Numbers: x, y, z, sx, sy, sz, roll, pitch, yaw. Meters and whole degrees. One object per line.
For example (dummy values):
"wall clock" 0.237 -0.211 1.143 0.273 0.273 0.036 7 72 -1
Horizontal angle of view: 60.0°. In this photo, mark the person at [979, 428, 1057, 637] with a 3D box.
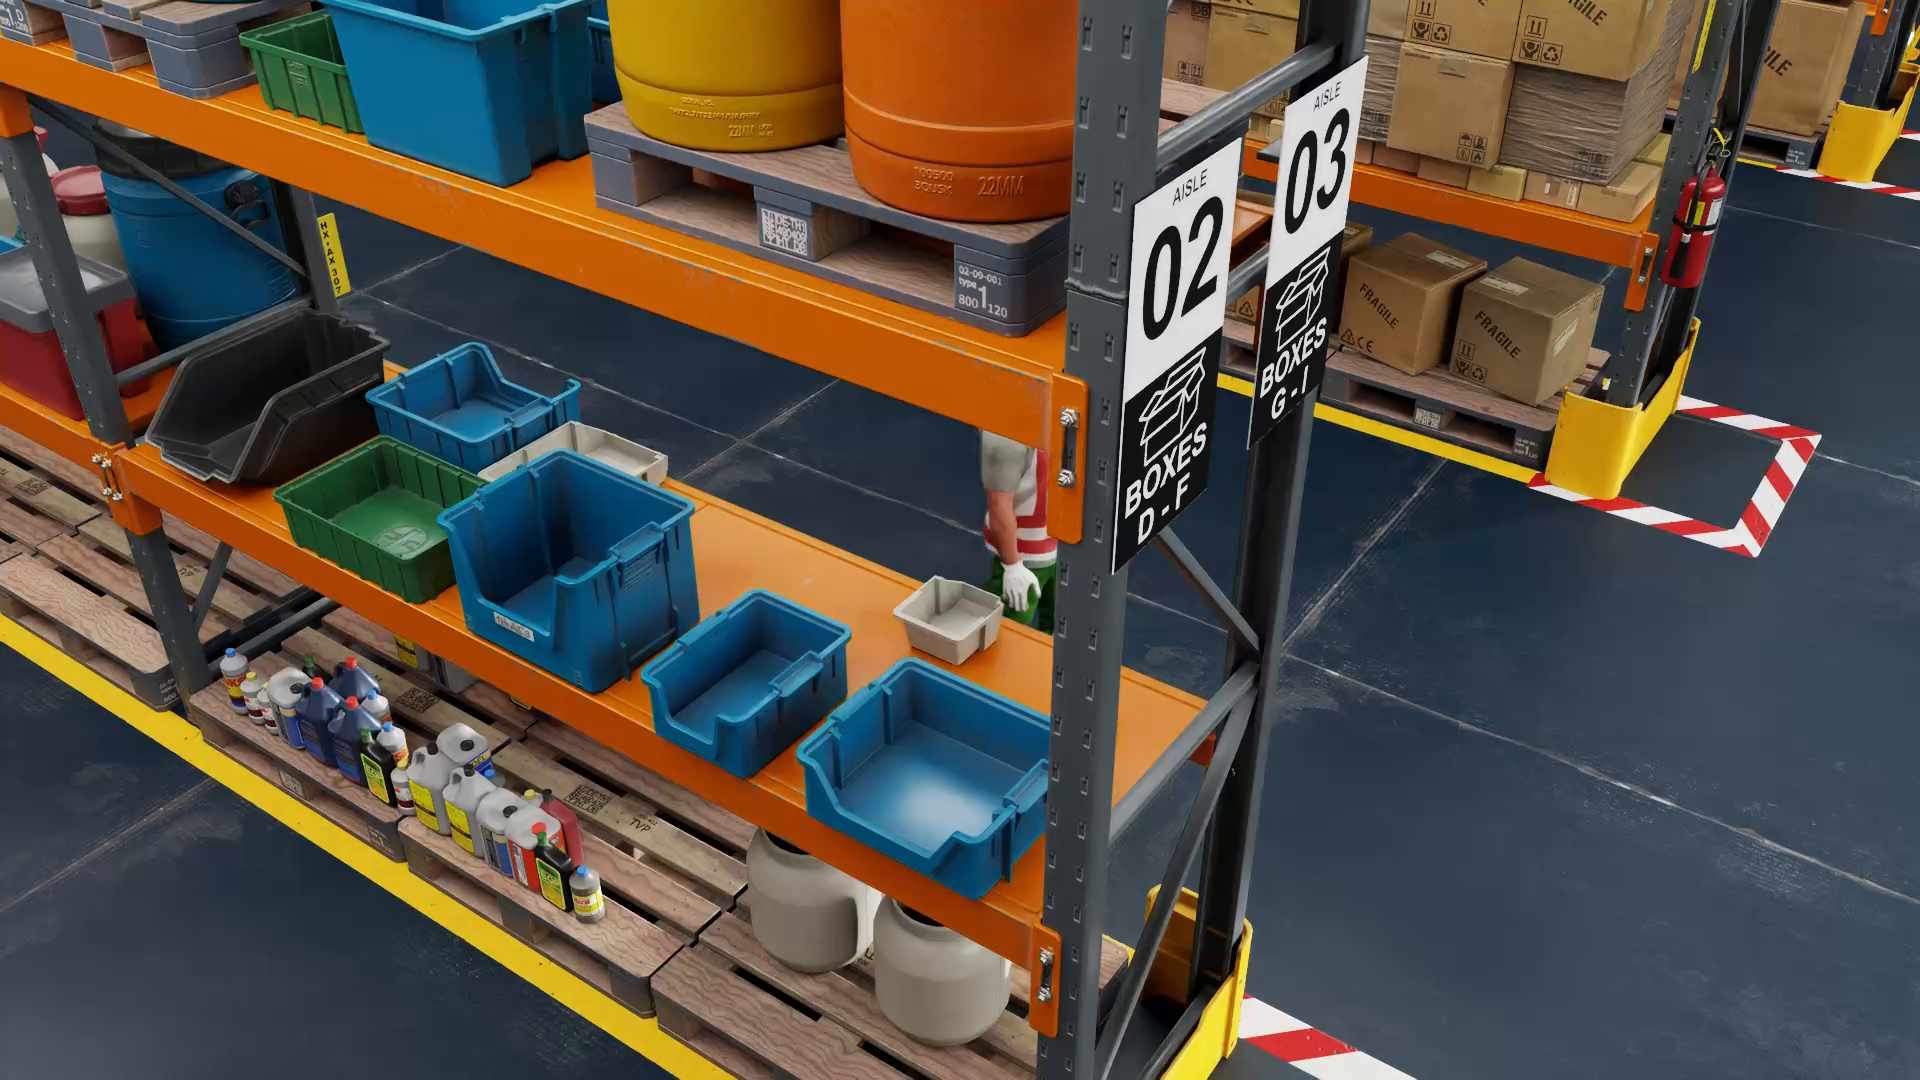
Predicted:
"person" 0.259 0.030 6.081 0.466 1.786 0.622 17 38 23
